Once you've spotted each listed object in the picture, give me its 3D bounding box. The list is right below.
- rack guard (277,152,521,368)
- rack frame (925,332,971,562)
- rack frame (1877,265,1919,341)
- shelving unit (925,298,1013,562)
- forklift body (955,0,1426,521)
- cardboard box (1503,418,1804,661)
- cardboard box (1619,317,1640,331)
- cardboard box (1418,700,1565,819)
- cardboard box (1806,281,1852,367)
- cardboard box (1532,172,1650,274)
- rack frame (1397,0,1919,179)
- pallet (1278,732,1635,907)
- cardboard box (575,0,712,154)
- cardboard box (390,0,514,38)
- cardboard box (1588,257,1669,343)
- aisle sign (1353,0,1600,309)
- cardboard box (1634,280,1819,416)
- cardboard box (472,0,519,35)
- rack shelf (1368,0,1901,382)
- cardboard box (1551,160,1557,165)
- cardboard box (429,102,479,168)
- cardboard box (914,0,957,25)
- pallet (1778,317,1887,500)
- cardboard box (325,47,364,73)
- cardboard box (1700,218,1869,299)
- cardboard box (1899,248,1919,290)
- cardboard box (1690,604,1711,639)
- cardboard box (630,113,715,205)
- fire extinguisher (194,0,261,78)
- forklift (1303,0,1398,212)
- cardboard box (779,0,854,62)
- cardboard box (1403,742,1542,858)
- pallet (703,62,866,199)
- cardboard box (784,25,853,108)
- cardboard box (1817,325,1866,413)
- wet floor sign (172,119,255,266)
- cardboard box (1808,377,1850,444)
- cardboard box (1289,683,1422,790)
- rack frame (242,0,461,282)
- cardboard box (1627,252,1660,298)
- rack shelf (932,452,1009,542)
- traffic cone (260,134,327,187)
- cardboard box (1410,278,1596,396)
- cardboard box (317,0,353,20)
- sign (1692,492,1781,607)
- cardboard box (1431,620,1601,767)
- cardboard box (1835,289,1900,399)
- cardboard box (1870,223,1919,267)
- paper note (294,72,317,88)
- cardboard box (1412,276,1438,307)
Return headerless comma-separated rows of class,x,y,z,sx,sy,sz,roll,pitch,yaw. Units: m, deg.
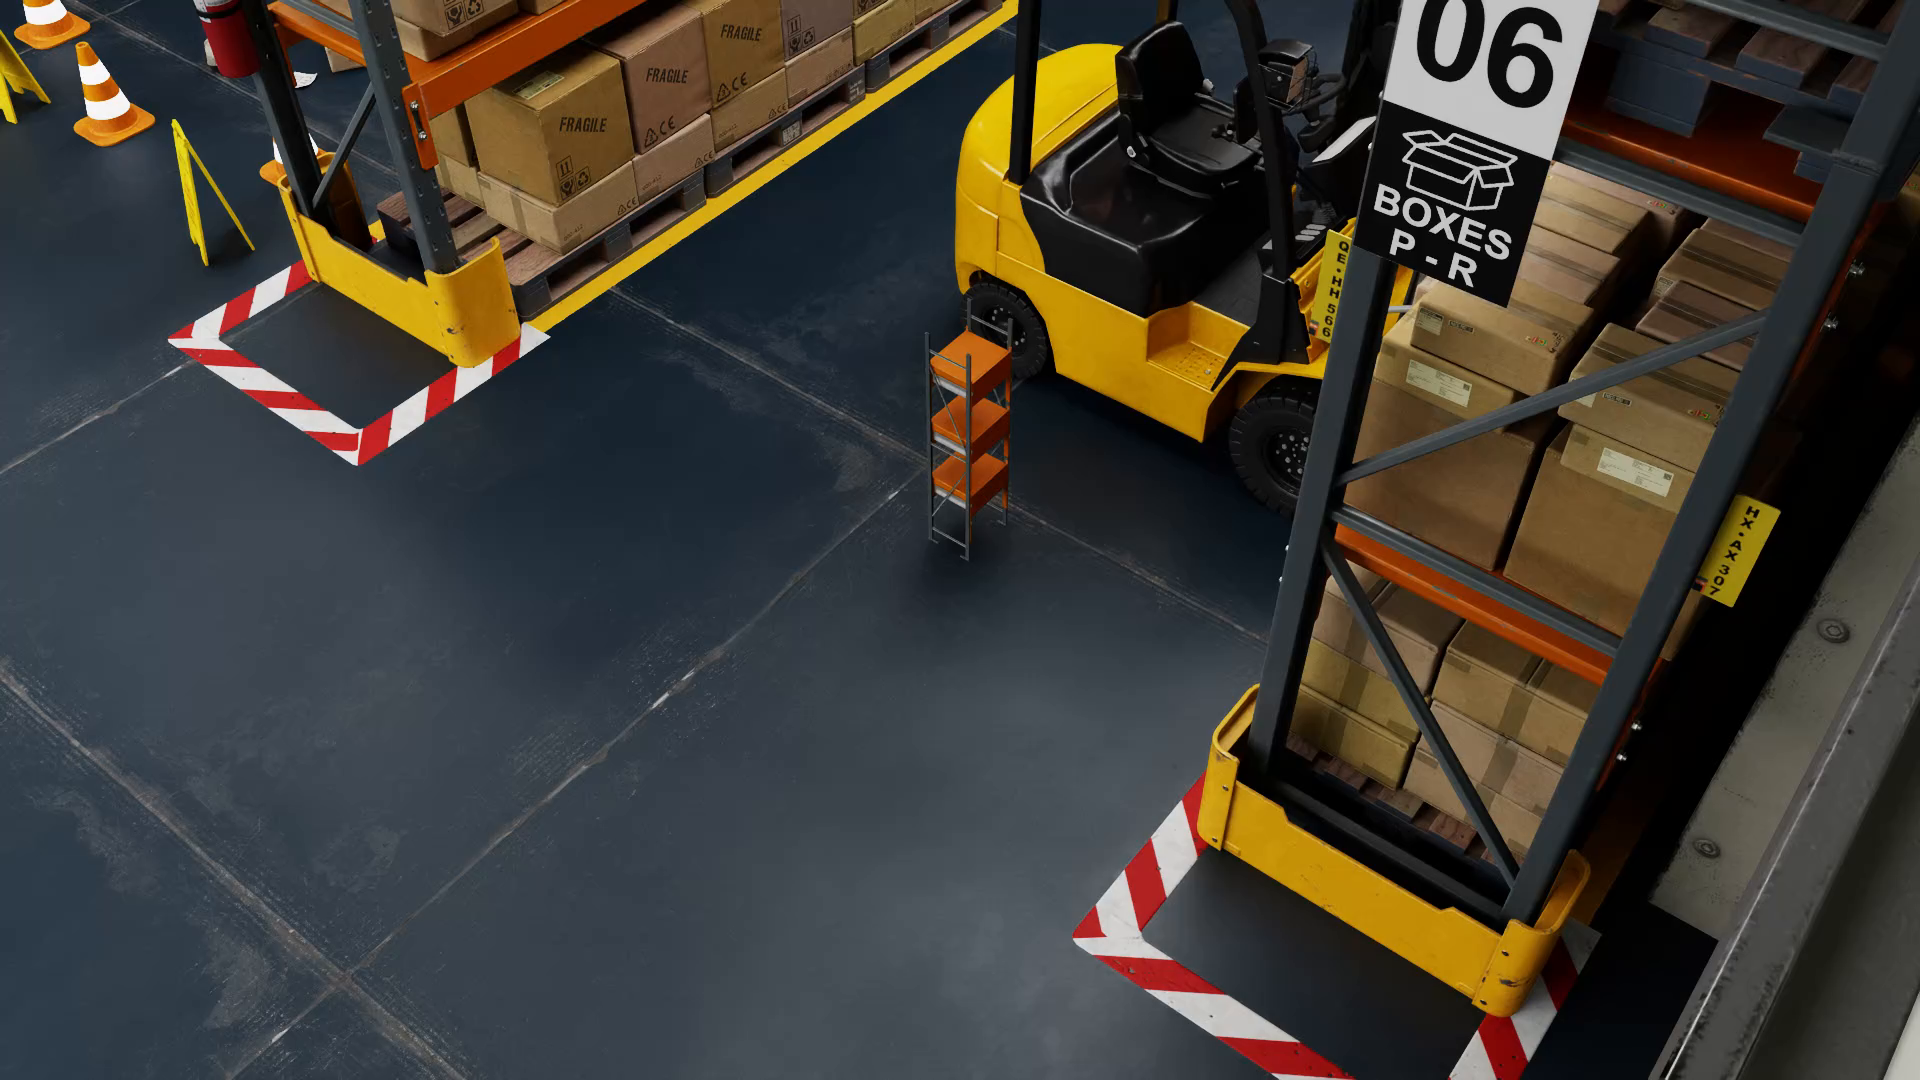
rack guard,-2.520,-1.269,7.480,1.175,0.500,0.348,29,53,25
rack frame,-0.042,-0.323,6.196,0.200,1.050,0.008,29,53,25
rack frame,3.809,-2.186,6.627,1.000,3.000,0.127,29,53,25
shelving unit,0.033,-0.393,6.263,0.215,1.050,0.252,29,53,25
forklift body,1.079,-1.495,6.554,2.313,2.155,1.214,29,53,25
cardboard box,1.886,-0.092,4.558,0.500,0.500,0.500,31,54,26
cardboard box,1.877,-0.404,4.407,0.380,0.149,0.250,29,53,25
cardboard box,1.815,0.558,5.271,0.500,0.250,0.500,30,53,26
cardboard box,2.249,-0.673,4.664,0.380,0.149,0.250,27,52,24
cardboard box,1.680,-0.873,4.649,0.380,0.149,0.250,30,53,26
rack frame,1.363,-1.969,2.271,1.000,3.000,0.127,29,53,25
pallet,1.798,0.610,5.884,1.003,0.211,1.213,29,53,25
cardboard box,-1.524,-2.198,7.731,0.500,0.500,0.500,27,52,24
cardboard box,-2.058,-2.375,6.532,0.500,0.500,0.500,28,53,24
cardboard box,1.781,-0.622,5.064,0.500,0.500,0.500,31,54,26
aisle sign,1.091,-0.887,3.588,0.394,0.787,0.004,29,53,25
cardboard box,1.950,-0.481,4.274,0.380,0.149,0.250,31,54,26
cardboard box,-2.052,-2.256,6.868,0.380,0.149,0.250,30,53,26
rack shelf,2.586,-1.829,4.709,1.077,0.370,4.000,29,53,25
cardboard box,1.963,-1.181,4.943,0.380,0.149,0.250,30,53,26
cardboard box,-2.283,-2.117,7.654,0.500,0.500,0.500,30,53,25
cardboard box,-0.270,-3.116,9.127,0.500,0.250,0.500,32,54,27
pallet,3.290,-0.786,7.218,1.003,0.211,1.213,29,53,25
cardboard box,-3.364,-2.747,9.134,0.250,0.149,0.380,-17,49,-15
cardboard box,2.238,-0.783,4.563,0.380,0.149,0.250,29,53,25
cardboard box,3.137,-1.265,5.677,0.500,0.500,0.500,28,52,24
cardboard box,2.450,0.141,6.015,0.500,0.250,0.500,29,53,25
cardboard box,-1.537,-1.913,7.977,0.500,0.250,0.500,31,54,26
fire extinguisher,-3.001,-2.201,6.694,0.296,0.674,0.183,29,53,25
forklift,2.246,-2.440,6.917,1.130,2.935,3.031,17,49,16
cardboard box,-0.891,-2.791,8.297,0.500,0.500,0.500,32,54,27
cardboard box,1.819,0.713,5.468,0.500,0.250,0.500,29,53,25
pallet,-1.249,-2.314,8.677,1.003,0.211,1.213,29,53,25
cardboard box,-0.902,-2.518,8.555,0.500,0.250,0.500,30,53,26
cardboard box,2.491,-0.690,5.129,0.500,0.500,0.500,29,53,25
wet floor sign,-3.530,-1.640,7.734,0.232,0.644,0.267,-25,51,-22
cardboard box,3.369,-0.721,6.838,0.500,0.250,0.500,29,53,25
cardboard box,1.401,0.499,5.673,0.500,0.250,0.500,30,53,25
rack frame,-2.567,-2.089,6.534,1.000,3.000,0.127,29,53,25
cardboard box,1.854,-0.895,4.876,0.380,0.149,0.250,29,53,25
rack shelf,0.033,-0.194,6.471,0.215,0.259,0.240,29,53,25
traffic cone,-3.325,-2.029,8.232,0.336,0.463,0.334,29,53,25
cardboard box,1.416,-0.557,4.347,0.380,0.149,0.250,29,53,25
cardboard box,-2.507,-2.311,6.920,0.380,0.149,0.250,31,54,26
sign,1.799,0.025,3.861,0.100,0.325,0.005,29,53,25
cardboard box,1.807,0.371,5.104,0.500,0.250,0.500,28,53,24
cardboard box,3.375,-0.882,6.647,0.500,0.250,0.500,30,53,26
cardboard box,2.618,-0.939,4.918,0.380,0.149,0.250,31,54,26
paper note,-3.564,-2.485,8.965,0.148,0.019,0.142,13,48,12
cardboard box,1.486,-0.637,4.630,0.380,0.149,0.250,30,53,26
